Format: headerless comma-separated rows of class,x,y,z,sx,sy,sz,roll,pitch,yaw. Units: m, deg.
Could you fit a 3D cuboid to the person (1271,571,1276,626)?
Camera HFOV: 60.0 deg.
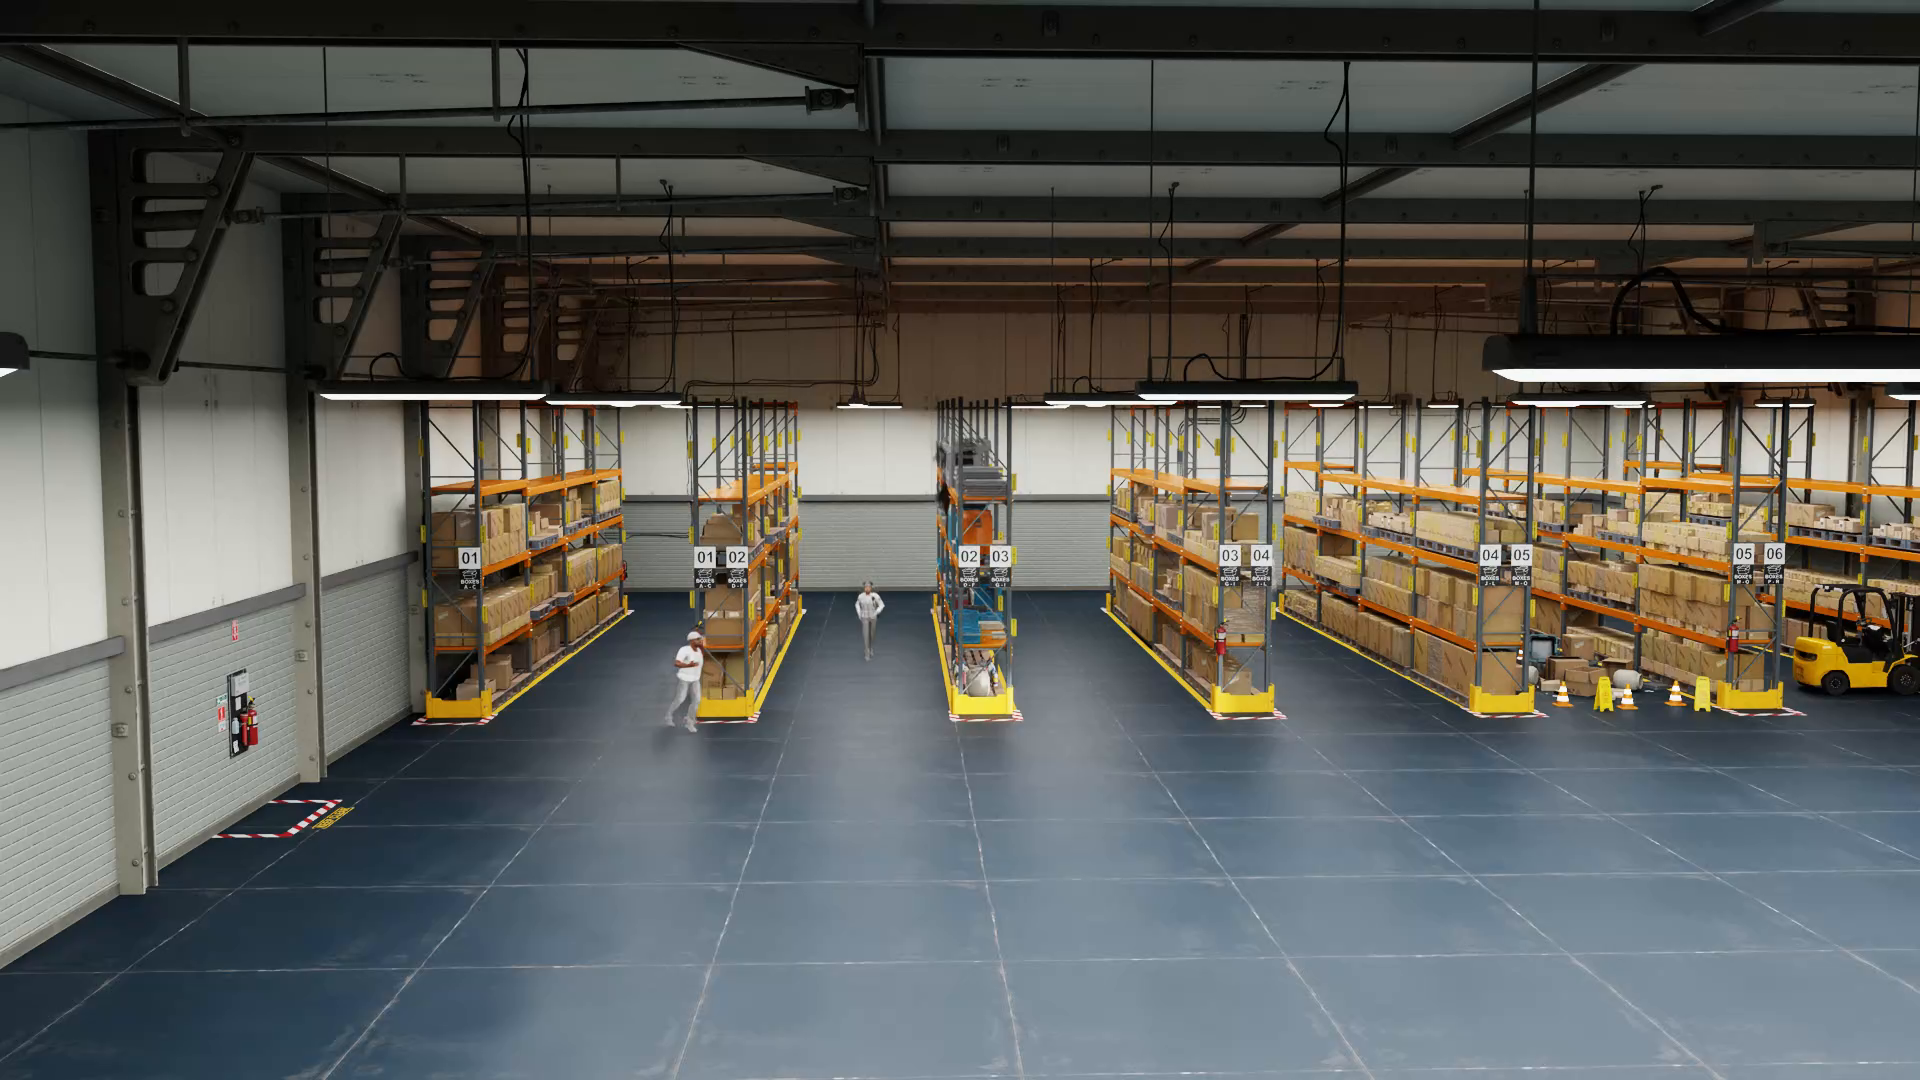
person,8.237,1.436,44.636,0.574,1.741,0.828,0,4,-3

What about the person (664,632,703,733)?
person,-4.868,2.541,29.982,0.810,1.773,0.703,4,6,41

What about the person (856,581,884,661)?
person,-1.993,1.765,36.781,0.635,1.761,0.673,0,4,1
